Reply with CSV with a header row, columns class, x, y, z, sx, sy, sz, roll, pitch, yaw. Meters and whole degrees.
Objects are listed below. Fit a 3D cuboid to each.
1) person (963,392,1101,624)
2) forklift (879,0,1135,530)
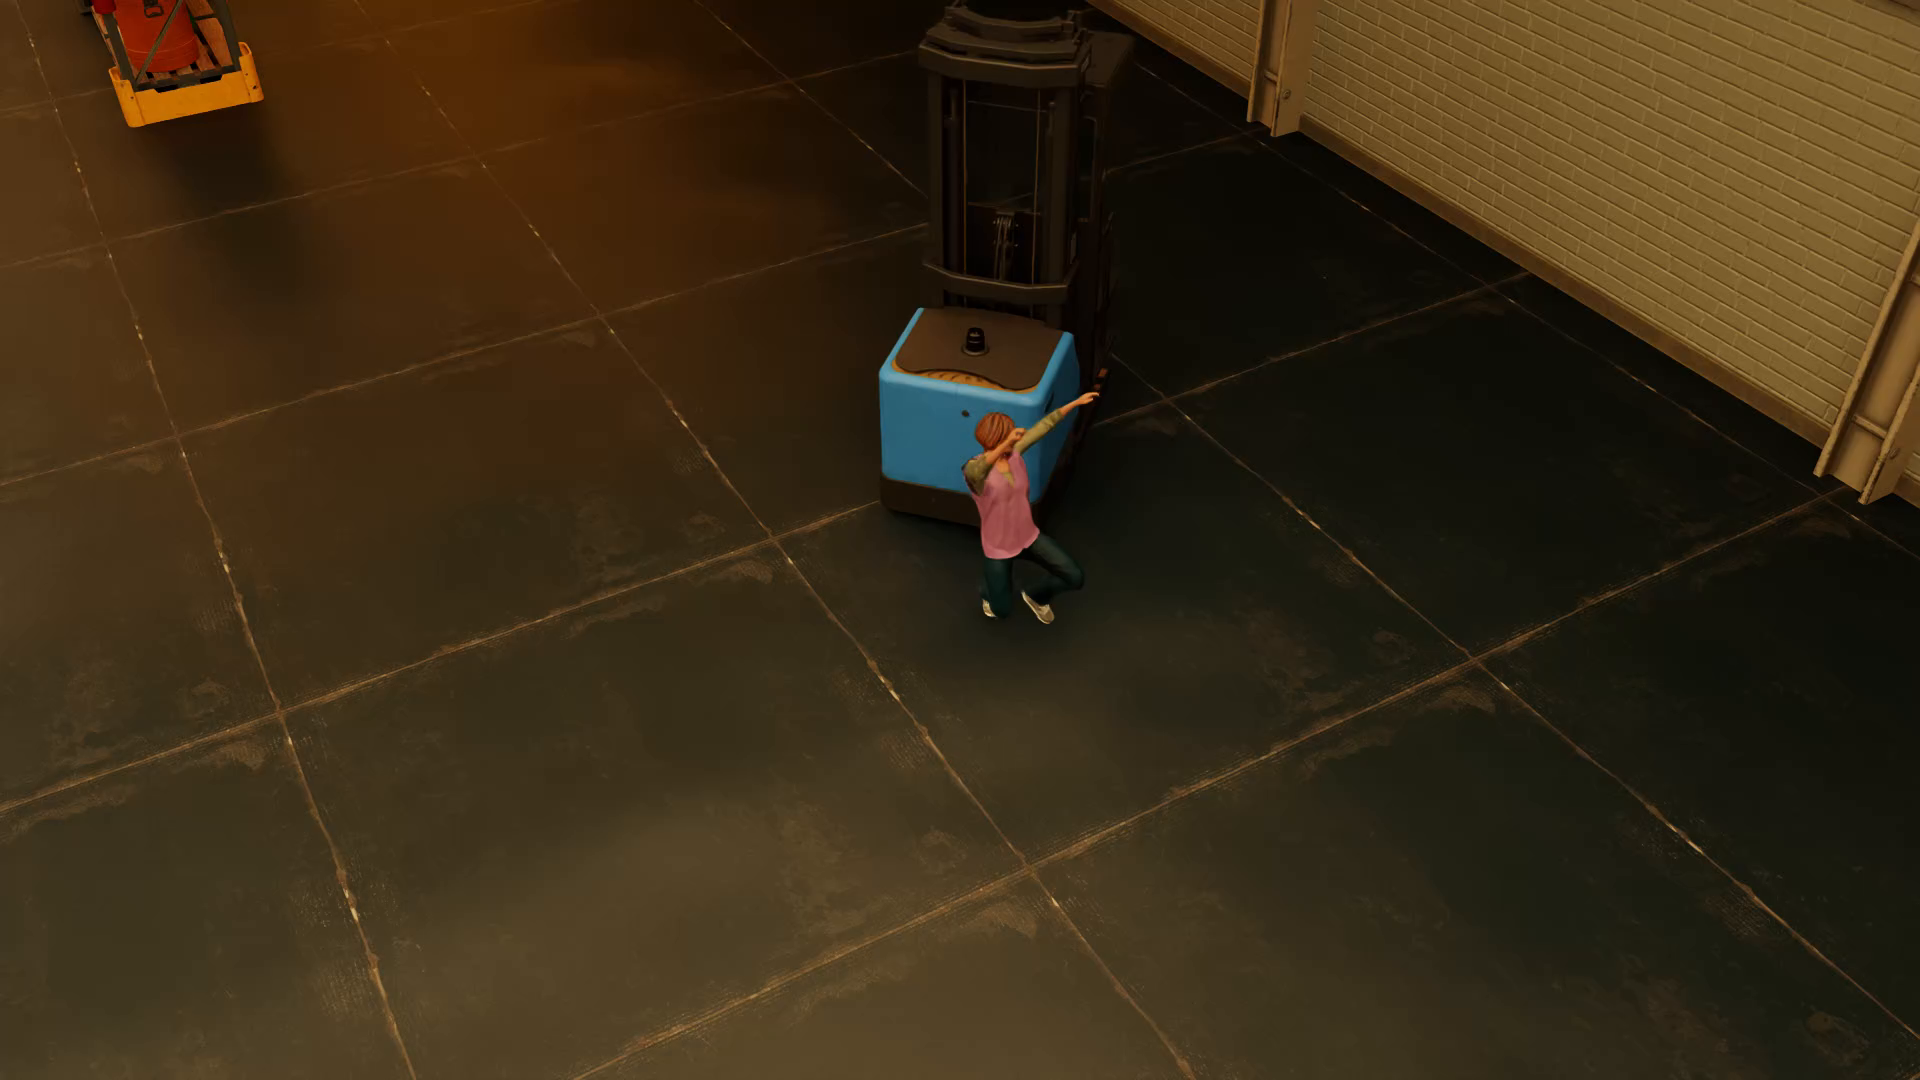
class,x,y,z,sx,sy,sz,roll,pitch,yaw
person,0.460,-0.148,9.340,0.932,1.505,0.715,-22,45,-24
forklift,0.421,-2.105,10.574,1.130,2.935,3.031,11,41,13
